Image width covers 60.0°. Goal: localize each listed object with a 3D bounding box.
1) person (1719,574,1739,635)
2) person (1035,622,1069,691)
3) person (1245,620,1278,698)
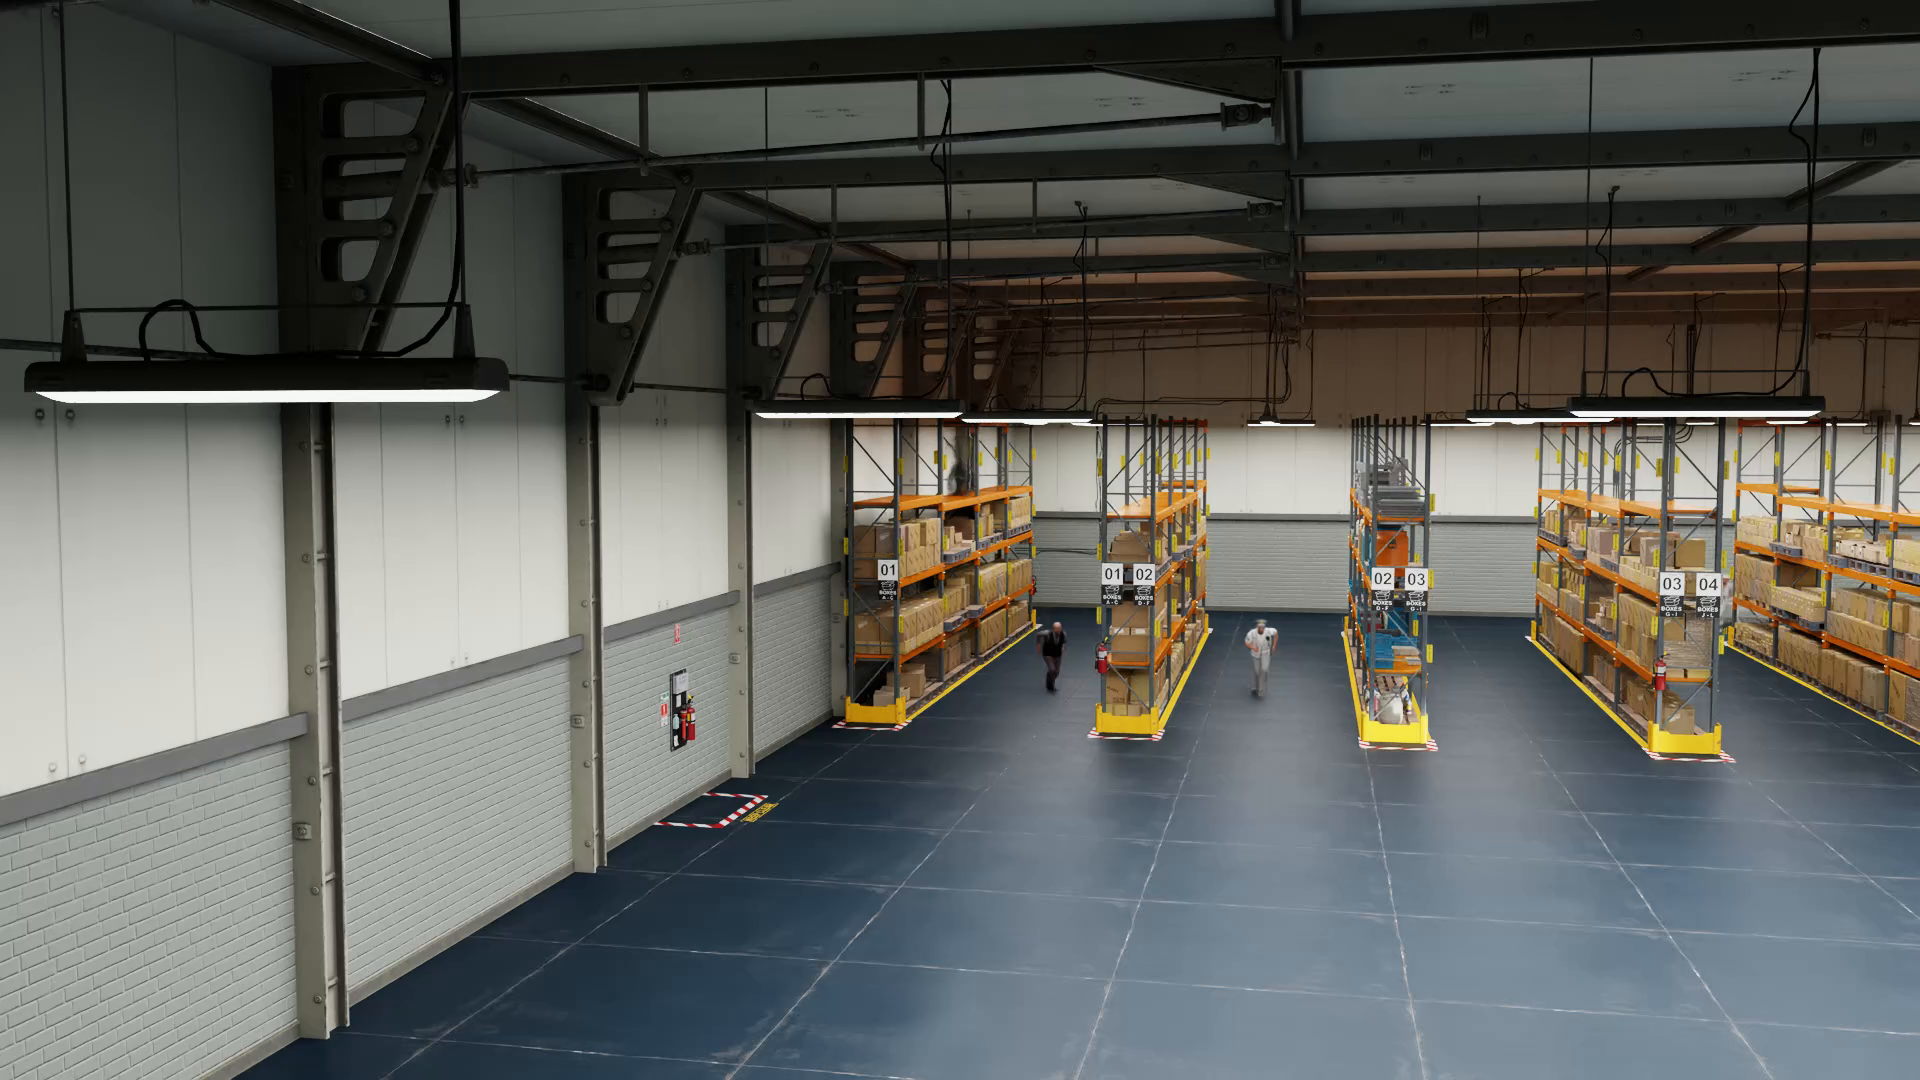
[{"bbox_3d":[21.143,1.810,45.695,1.022,1.794,0.655,-3,5,-35],"label":"person"},{"bbox_3d":[1.990,2.533,36.086,0.689,1.550,0.919,-1,4,-15],"label":"person"},{"bbox_3d":[6.472,2.541,35.880,0.686,1.721,1.016,0,4,6],"label":"person"}]
